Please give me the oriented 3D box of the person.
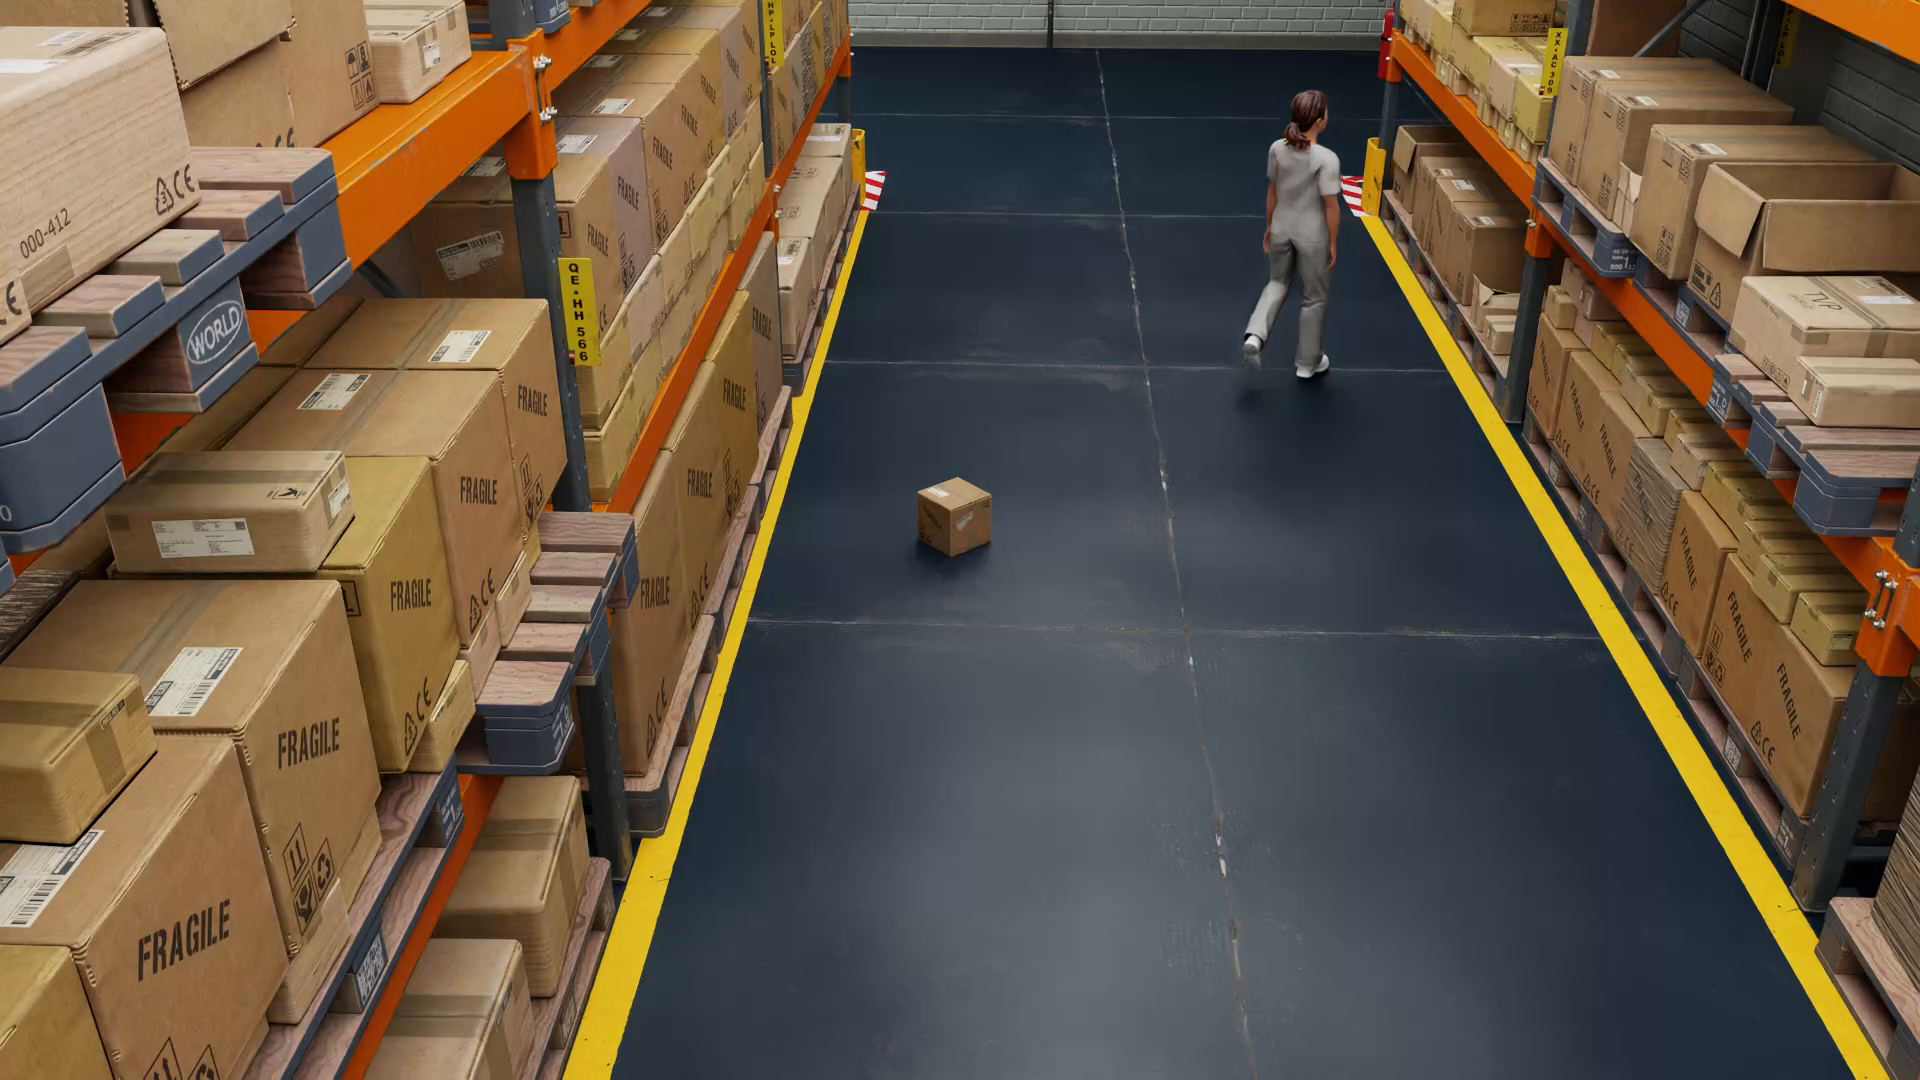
[{"bbox_3d":[1.898,-1.672,9.218,0.472,1.663,0.657,21,34,34],"label":"person"}]
